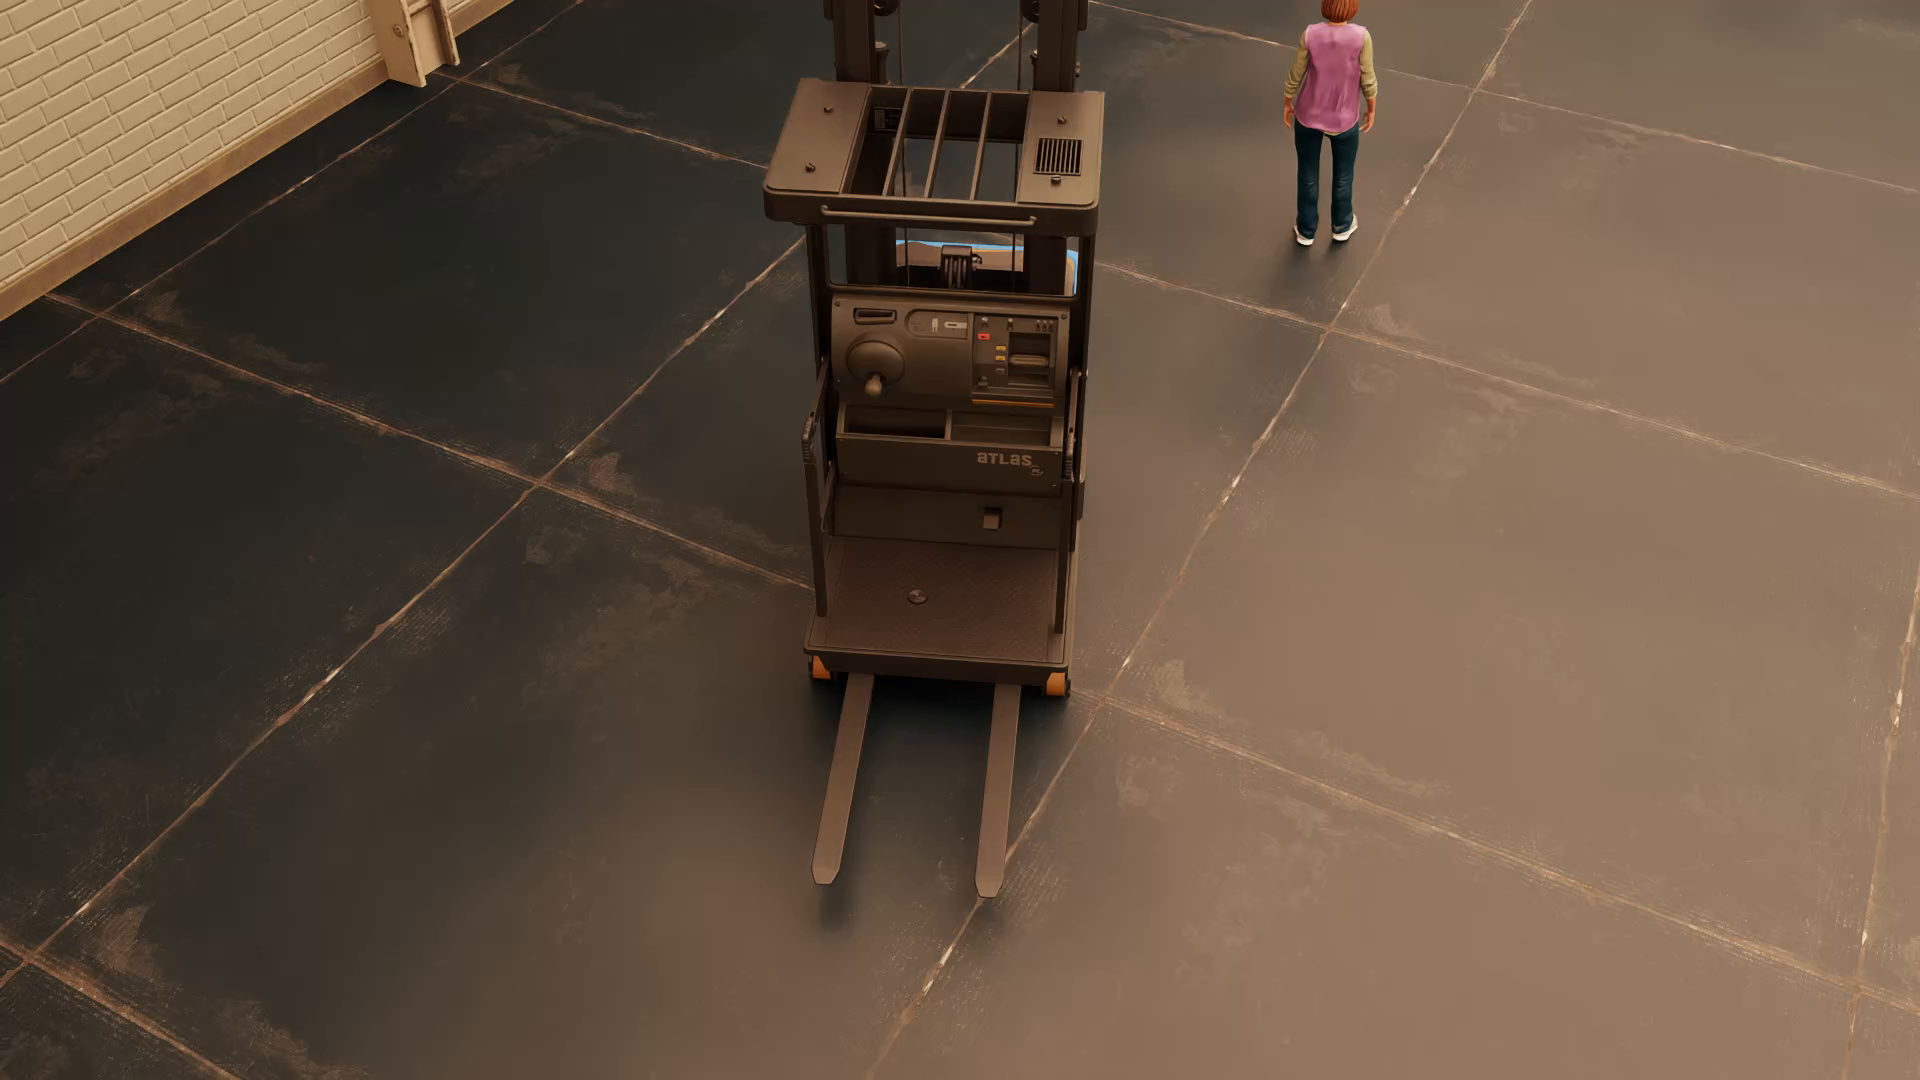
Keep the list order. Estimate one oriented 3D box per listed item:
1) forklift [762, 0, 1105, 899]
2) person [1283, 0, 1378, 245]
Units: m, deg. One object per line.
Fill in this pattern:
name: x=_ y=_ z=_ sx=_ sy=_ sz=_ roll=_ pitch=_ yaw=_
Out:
forklift: x=-0.059 y=-0.651 z=6.345 sx=1.130 sy=2.935 sz=3.031 roll=4 pitch=43 yaw=4
person: x=2.026 y=-2.348 z=9.109 sx=0.518 sy=1.598 sz=0.473 roll=11 pitch=44 yaw=12
